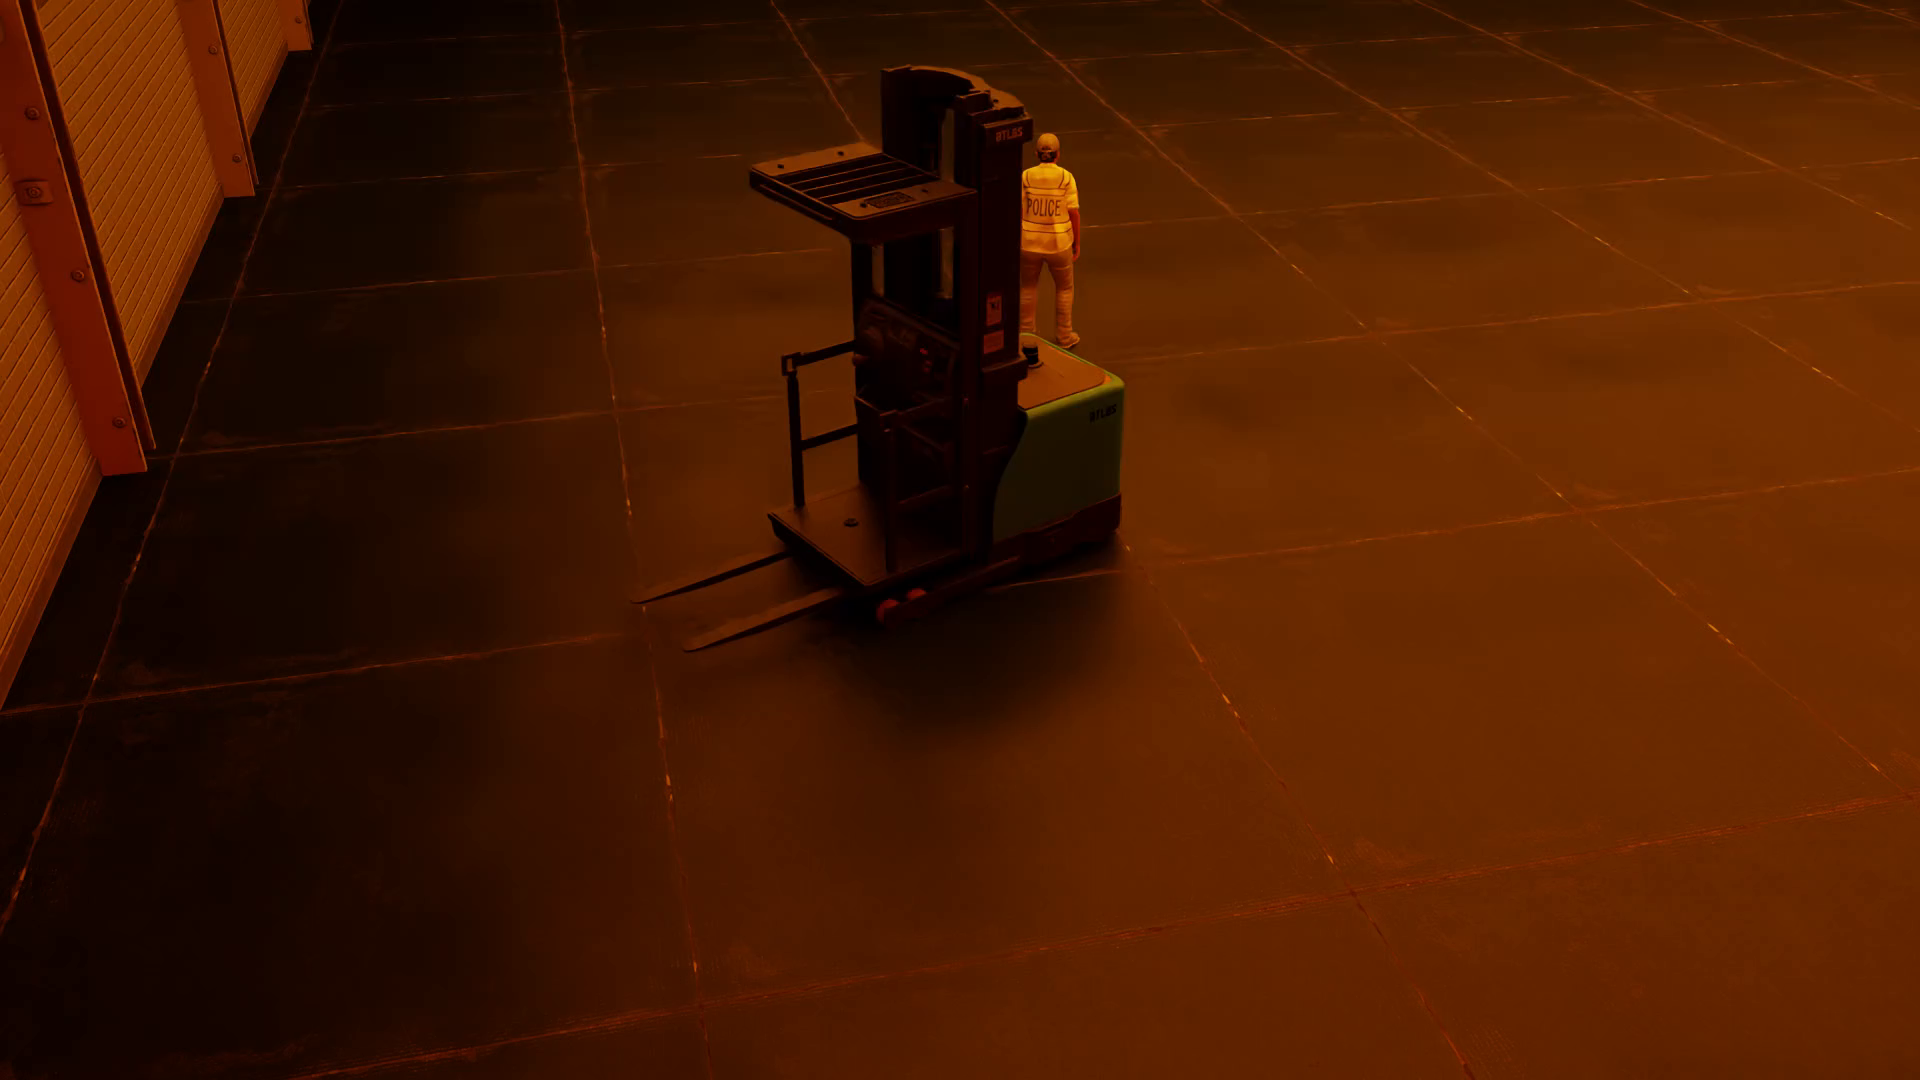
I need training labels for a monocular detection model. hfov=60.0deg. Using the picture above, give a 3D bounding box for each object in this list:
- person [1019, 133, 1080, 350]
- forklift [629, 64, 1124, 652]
[{"bbox_3d":[0.671,-2.285,12.790,0.535,1.667,0.454,6,31,10],"label":"person"},{"bbox_3d":[-0.474,-1.058,9.402,3.031,2.935,1.130,-21,36,-31],"label":"forklift"}]
